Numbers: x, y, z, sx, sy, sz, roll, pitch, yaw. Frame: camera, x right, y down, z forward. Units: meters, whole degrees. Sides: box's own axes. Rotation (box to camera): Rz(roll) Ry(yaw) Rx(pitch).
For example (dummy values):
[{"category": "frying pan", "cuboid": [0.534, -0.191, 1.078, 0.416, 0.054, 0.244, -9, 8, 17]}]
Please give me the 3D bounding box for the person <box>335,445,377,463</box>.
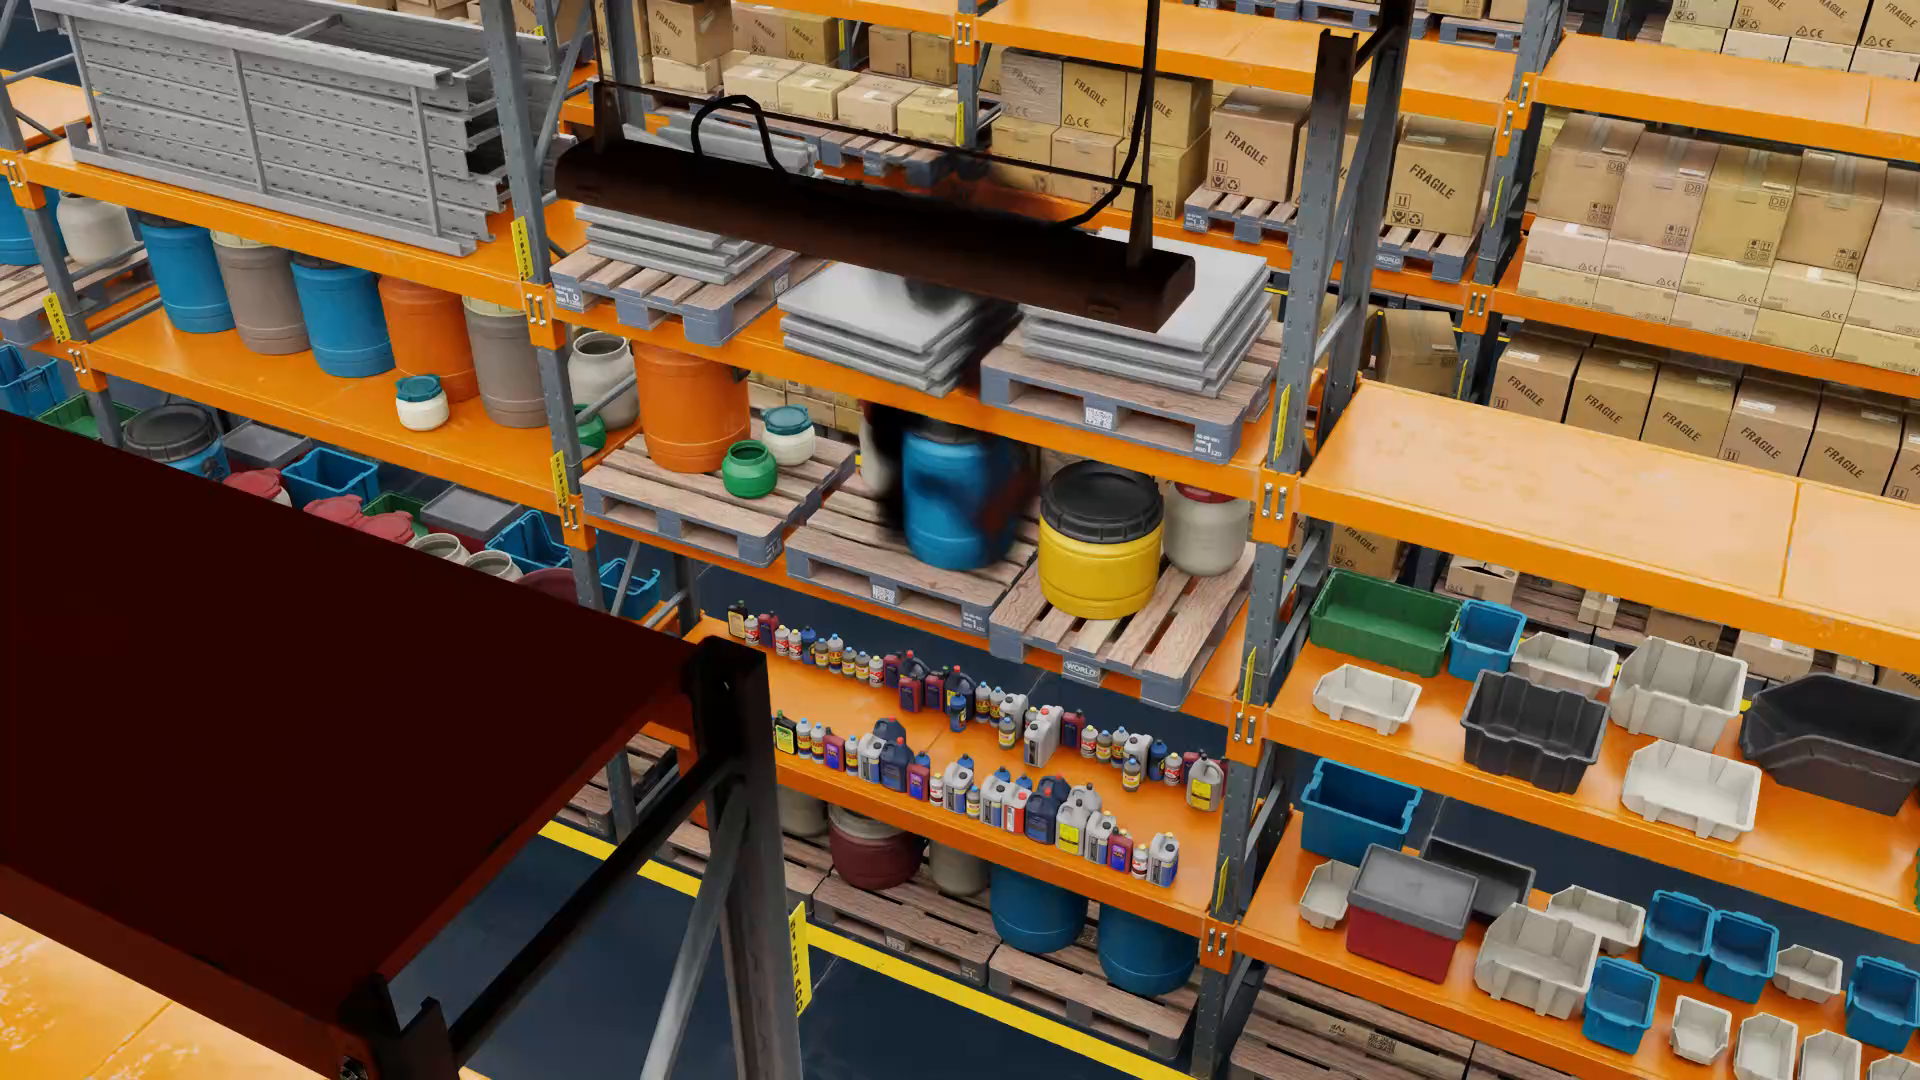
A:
[{"category": "person", "cuboid": [-5.323, -1.298, 14.256, 0.592, 1.704, 0.701, 8, 36, 11]}]
